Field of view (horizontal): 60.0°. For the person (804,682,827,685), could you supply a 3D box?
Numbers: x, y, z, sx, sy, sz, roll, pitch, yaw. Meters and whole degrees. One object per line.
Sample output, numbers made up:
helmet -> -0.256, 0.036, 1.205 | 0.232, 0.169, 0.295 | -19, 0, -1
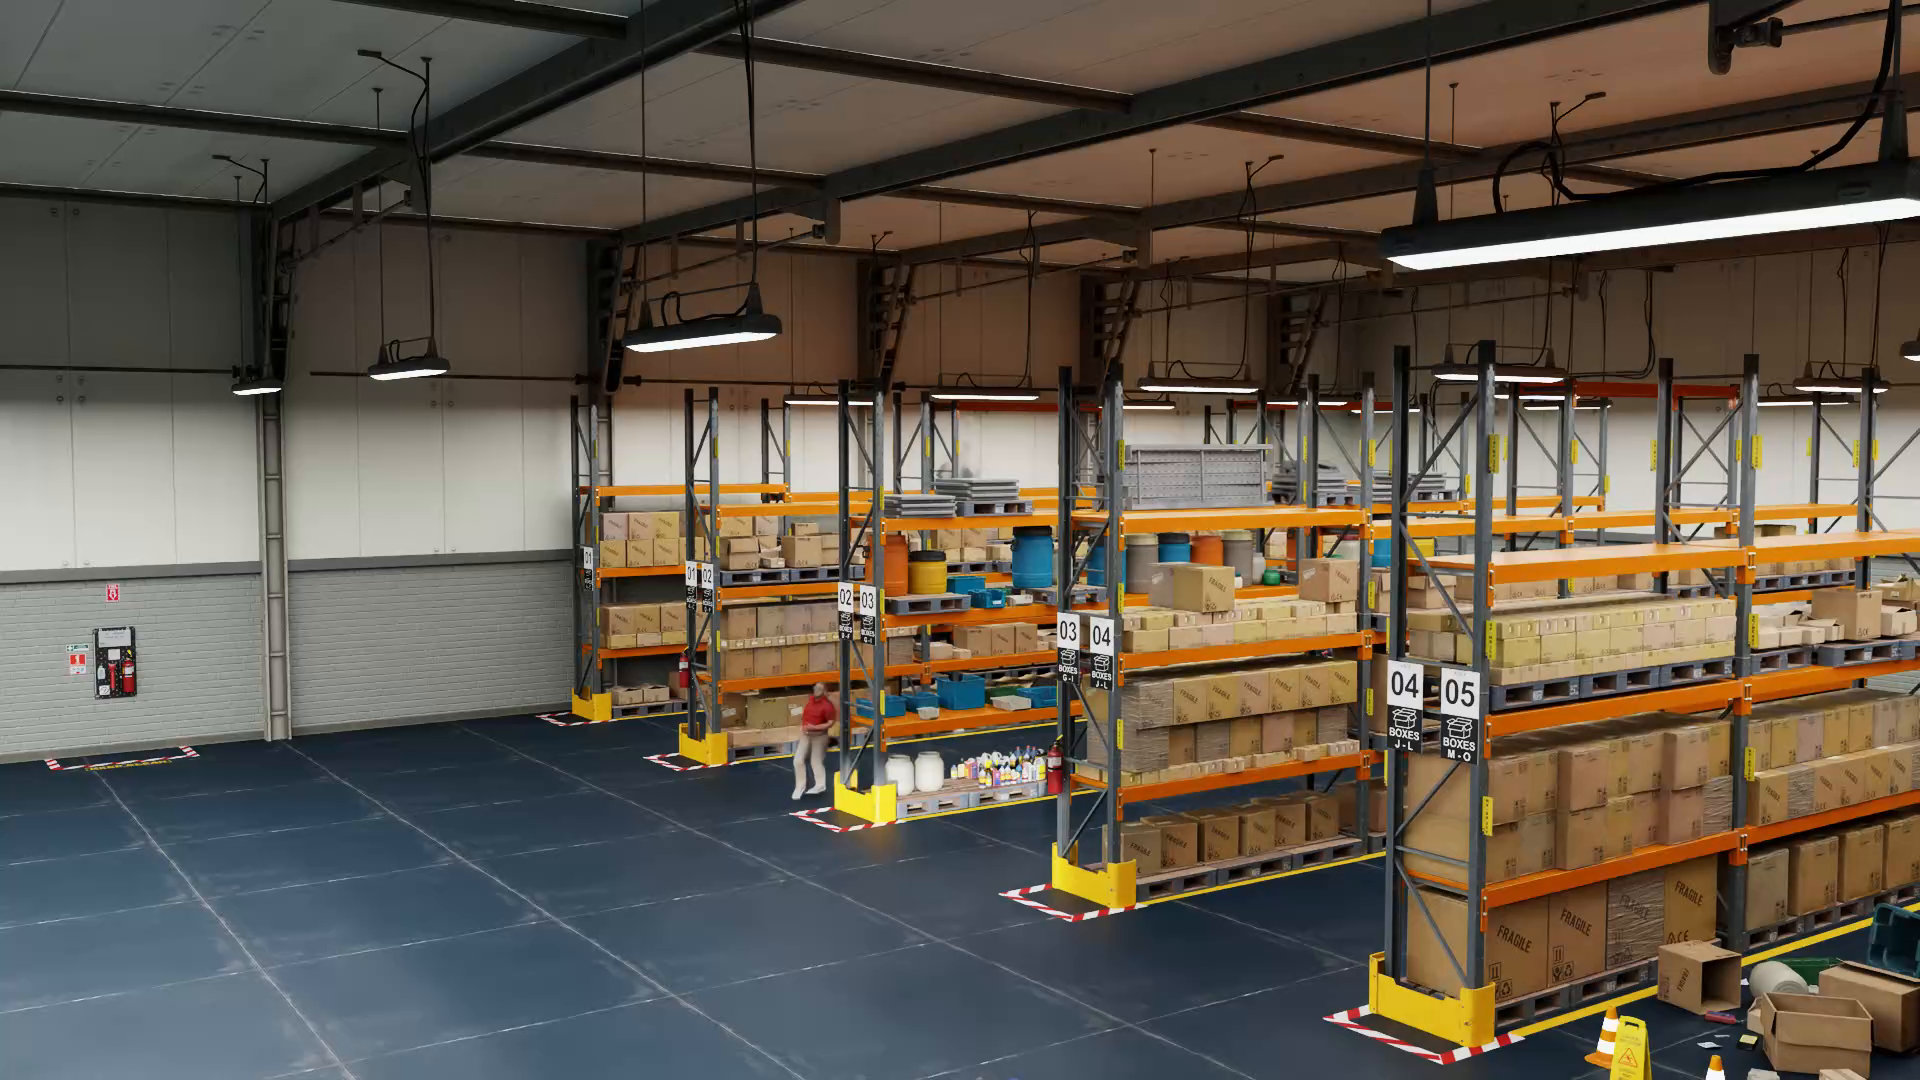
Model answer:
person -> -2.551, 2.492, 29.783 | 0.701, 1.806, 0.685 | -3, 5, -43

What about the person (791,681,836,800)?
person -> -2.064, 2.898, 23.923 | 0.675, 1.760, 0.683 | 2, 4, 31
